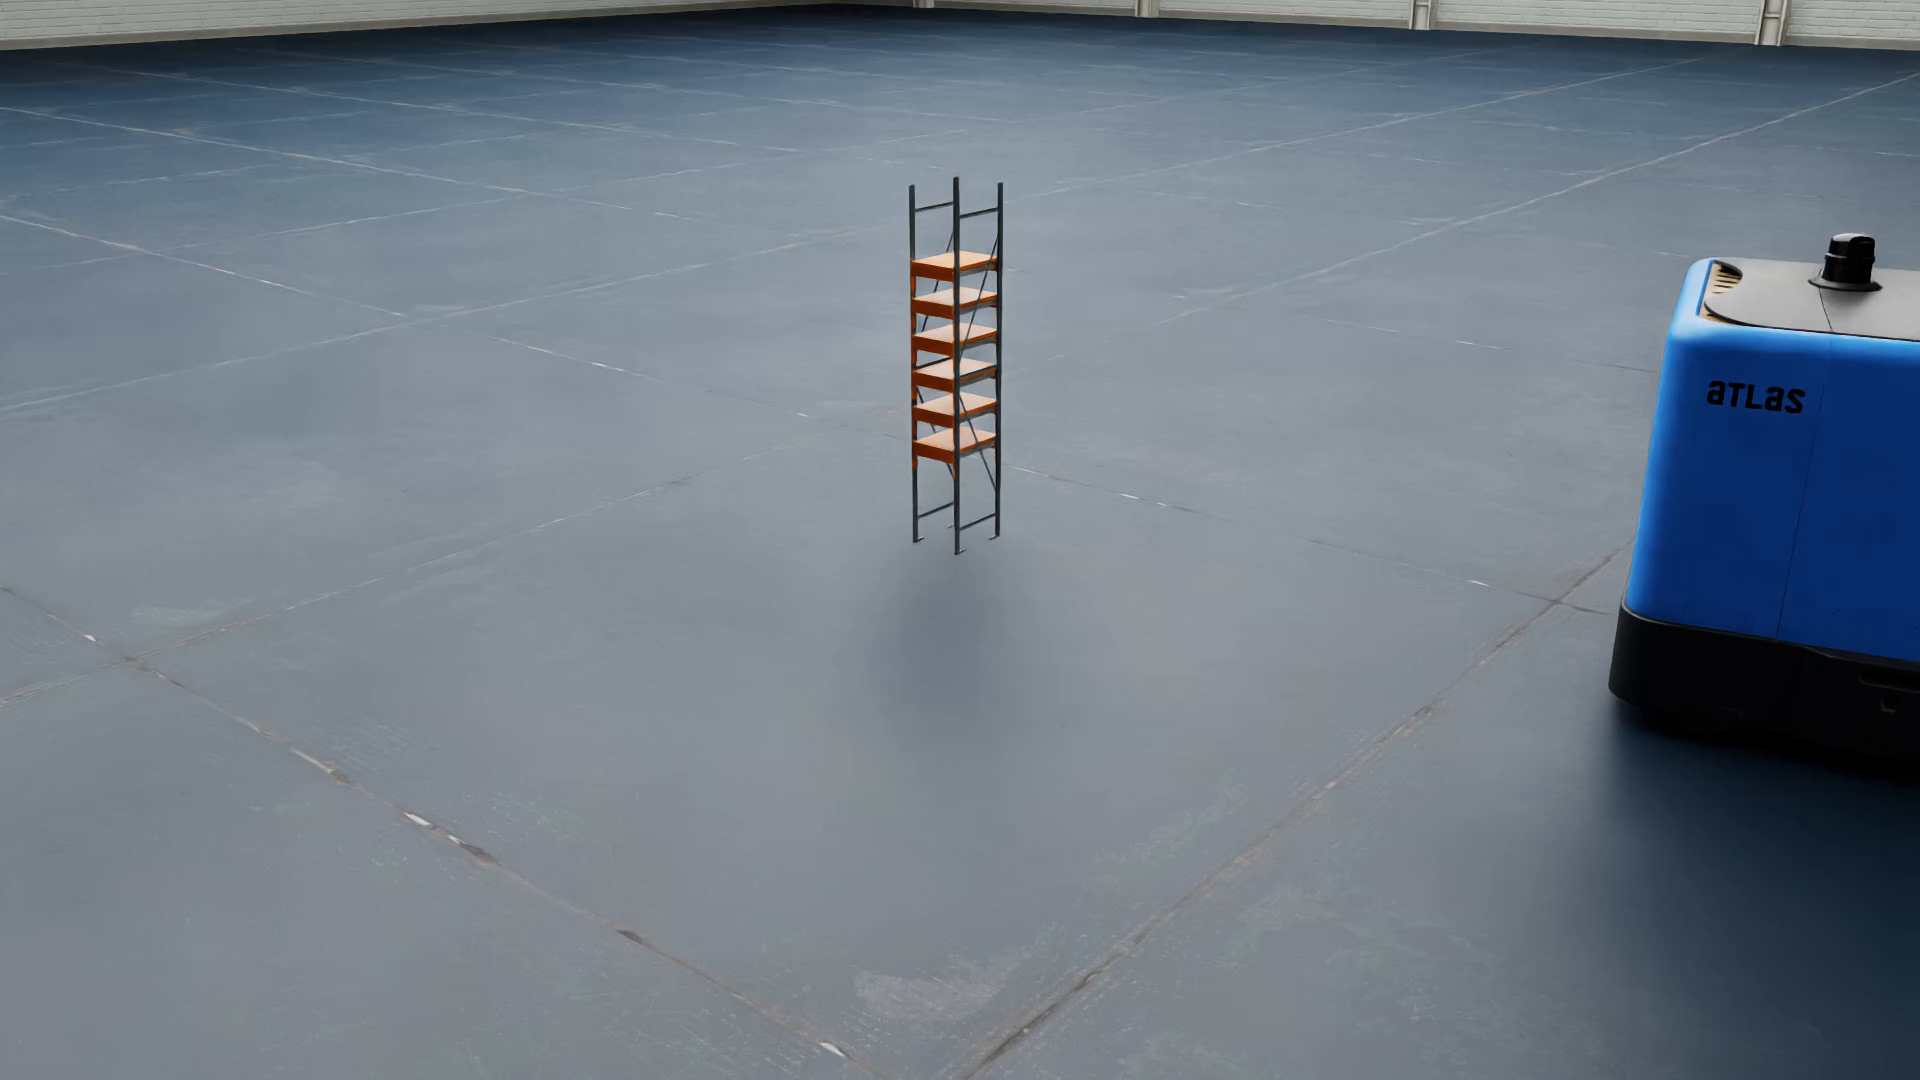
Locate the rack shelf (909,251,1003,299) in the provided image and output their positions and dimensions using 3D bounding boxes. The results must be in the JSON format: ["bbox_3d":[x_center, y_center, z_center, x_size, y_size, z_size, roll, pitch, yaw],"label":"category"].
[{"bbox_3d":[-0.011,-0.860,5.354,0.180,0.103,0.258,16,26,36],"label":"rack shelf"}]

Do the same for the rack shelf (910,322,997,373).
[{"bbox_3d":[-0.011,-0.635,5.438,0.180,0.103,0.258,16,26,36],"label":"rack shelf"}]

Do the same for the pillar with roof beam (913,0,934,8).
[{"bbox_3d":[-3.540,-15.080,32.904,0.400,9.000,9.100,16,26,36],"label":"pillar with roof beam"}]

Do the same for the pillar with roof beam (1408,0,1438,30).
[{"bbox_3d":[5.757,-12.403,25.804,0.400,9.000,9.100,16,26,36],"label":"pillar with roof beam"}]

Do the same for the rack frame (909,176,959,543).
[{"bbox_3d":[-0.082,-0.585,5.519,0.006,1.200,0.240,16,26,36],"label":"rack frame"}]

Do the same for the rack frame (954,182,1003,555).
[{"bbox_3d":[0.060,-0.544,5.411,0.006,1.200,0.240,16,26,36],"label":"rack frame"}]

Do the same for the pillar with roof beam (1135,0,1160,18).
[{"bbox_3d":[1.108,-13.741,29.354,0.400,9.000,9.100,16,26,36],"label":"pillar with roof beam"}]

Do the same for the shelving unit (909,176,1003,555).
[{"bbox_3d":[-0.011,-0.565,5.465,0.189,1.200,0.258,16,26,36],"label":"shelving unit"}]

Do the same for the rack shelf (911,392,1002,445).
[{"bbox_3d":[-0.011,-0.411,5.523,0.180,0.103,0.258,16,26,36],"label":"rack shelf"}]

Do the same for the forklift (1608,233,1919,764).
[{"bbox_3d":[3.279,-0.821,3.692,3.031,2.935,1.130,10,23,24],"label":"forklift"}]

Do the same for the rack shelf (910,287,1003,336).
[{"bbox_3d":[-0.011,-0.748,5.396,0.180,0.103,0.258,16,26,36],"label":"rack shelf"}]

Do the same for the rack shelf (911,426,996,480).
[{"bbox_3d":[-0.011,-0.298,5.565,0.180,0.103,0.258,16,26,36],"label":"rack shelf"}]

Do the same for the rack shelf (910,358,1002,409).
[{"bbox_3d":[-0.011,-0.523,5.481,0.180,0.103,0.258,16,26,36],"label":"rack shelf"}]

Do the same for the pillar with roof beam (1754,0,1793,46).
[{"bbox_3d":[10.405,-11.064,22.254,0.400,9.000,9.100,16,26,36],"label":"pillar with roof beam"}]
